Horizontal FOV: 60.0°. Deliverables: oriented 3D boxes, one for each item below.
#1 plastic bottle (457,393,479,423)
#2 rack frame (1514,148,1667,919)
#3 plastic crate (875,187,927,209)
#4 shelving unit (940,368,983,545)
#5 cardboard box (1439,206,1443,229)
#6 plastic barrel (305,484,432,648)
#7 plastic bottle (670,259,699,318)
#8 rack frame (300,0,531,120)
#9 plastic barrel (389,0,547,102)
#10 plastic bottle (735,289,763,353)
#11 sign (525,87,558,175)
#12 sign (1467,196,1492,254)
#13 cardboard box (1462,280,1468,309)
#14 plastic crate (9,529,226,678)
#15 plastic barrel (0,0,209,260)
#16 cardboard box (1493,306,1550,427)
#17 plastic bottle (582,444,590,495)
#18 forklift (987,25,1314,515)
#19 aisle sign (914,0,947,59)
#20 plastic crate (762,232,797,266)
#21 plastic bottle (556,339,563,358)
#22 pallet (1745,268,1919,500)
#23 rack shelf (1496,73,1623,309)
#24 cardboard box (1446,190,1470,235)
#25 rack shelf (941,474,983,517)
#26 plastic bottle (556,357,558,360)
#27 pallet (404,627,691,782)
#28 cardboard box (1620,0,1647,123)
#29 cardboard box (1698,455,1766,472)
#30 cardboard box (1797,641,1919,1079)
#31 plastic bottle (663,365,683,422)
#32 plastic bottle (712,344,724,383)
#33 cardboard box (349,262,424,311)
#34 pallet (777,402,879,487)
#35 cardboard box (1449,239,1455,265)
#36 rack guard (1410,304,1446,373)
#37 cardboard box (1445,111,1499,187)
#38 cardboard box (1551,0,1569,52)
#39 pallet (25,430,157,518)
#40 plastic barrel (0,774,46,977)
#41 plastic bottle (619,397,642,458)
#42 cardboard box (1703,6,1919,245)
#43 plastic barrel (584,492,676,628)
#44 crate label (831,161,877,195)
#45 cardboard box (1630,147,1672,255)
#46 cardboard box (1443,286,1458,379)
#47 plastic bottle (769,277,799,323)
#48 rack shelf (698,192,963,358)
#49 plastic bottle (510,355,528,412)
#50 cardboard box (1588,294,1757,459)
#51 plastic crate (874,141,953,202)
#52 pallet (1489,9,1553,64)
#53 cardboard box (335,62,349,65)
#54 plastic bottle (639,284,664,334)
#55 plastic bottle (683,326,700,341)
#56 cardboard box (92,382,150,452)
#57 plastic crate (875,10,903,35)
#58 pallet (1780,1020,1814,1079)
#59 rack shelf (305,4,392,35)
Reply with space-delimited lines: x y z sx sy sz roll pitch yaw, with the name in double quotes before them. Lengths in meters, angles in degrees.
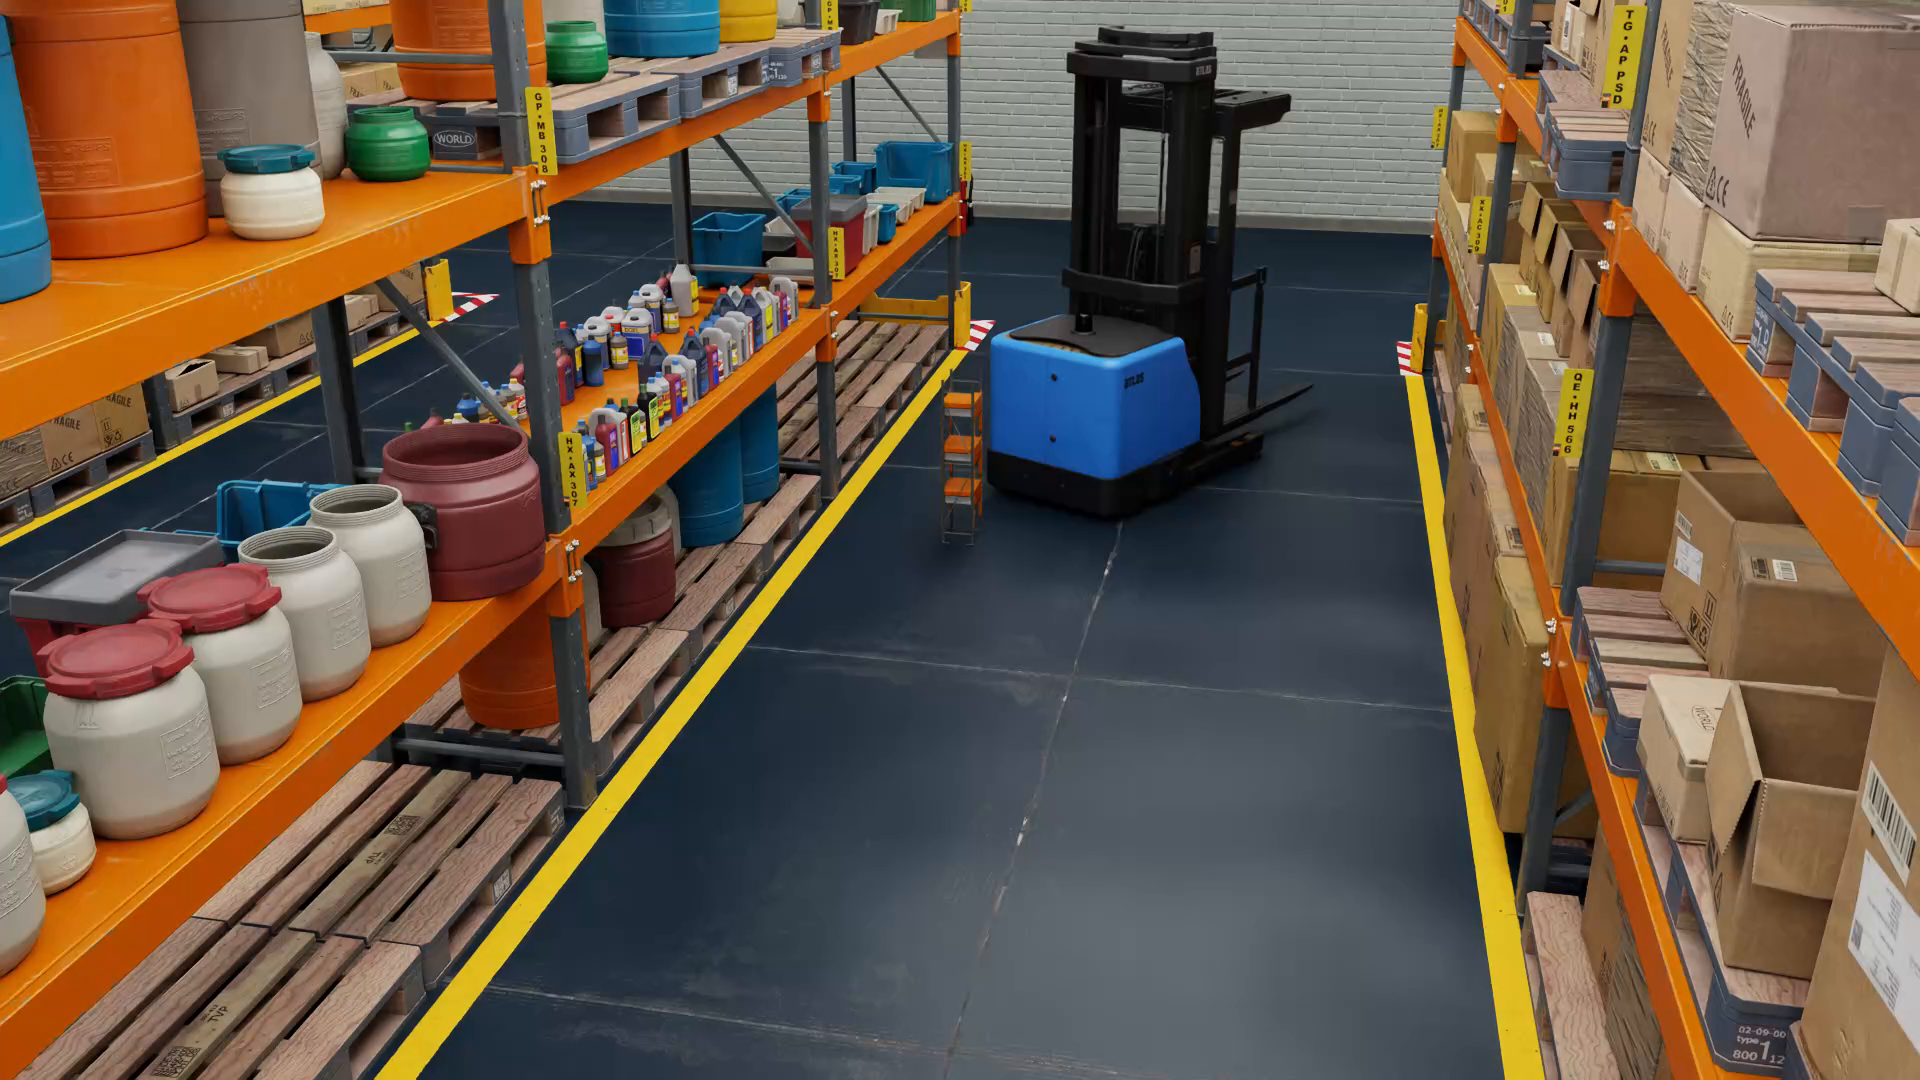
"plastic bottle" -2.336 -0.565 7.913 0.097 0.271 0.097 0 22 0
"rack frame" 2.719 0.130 6.016 1.000 3.000 0.127 4 22 11
"plastic crate" -0.486 -2.767 13.481 0.396 0.136 0.243 4 22 11
"shelving unit" 0.011 -0.507 10.206 0.215 1.050 0.252 4 22 11
"cardboard box" 3.905 -2.481 12.834 0.380 0.149 0.250 4 22 10
"plastic barrel" -2.130 0.093 5.958 0.421 0.512 0.421 0 22 0
"plastic bottle" -1.710 -1.569 10.300 0.144 0.351 0.185 4 22 11
"rack frame" -2.129 -3.030 5.833 1.000 3.000 0.127 4 22 11
"plastic barrel" -2.011 -2.240 6.749 0.600 0.830 0.708 4 22 11
"plastic bottle" -1.218 -1.259 9.530 0.144 0.351 0.185 4 22 11
"sign" -1.589 -1.551 6.315 0.100 0.325 0.005 4 22 11
"sign" 2.992 -1.813 9.575 0.100 0.325 0.005 4 22 11
"cardboard box" 3.382 -1.541 10.501 0.380 0.149 0.250 4 22 10
"plastic crate" -2.759 0.290 5.532 0.402 0.464 0.583 4 22 11
"plastic barrel" -2.643 -1.315 5.014 0.600 0.830 0.708 4 22 11
"cardboard box" 2.993 -0.863 8.348 0.500 0.500 0.500 4 22 10
"plastic bottle" -1.725 -0.324 7.308 0.152 0.276 0.135 4 22 11
"forklift" 1.502 -1.995 11.383 1.130 2.935 3.031 17 27 36
"aisle sign" -0.195 -4.383 13.742 0.394 0.787 0.004 4 22 11
"plastic crate" -1.348 -2.041 11.693 0.437 0.125 0.590 4 22 11
"plastic bottle" -2.107 -0.904 8.739 0.061 0.283 0.133 4 22 11
"pallet" 2.342 -0.309 3.341 1.213 0.211 1.003 4 22 11
"rack shelf" 3.128 -1.659 7.406 1.077 0.370 4.000 4 22 11
"cardboard box" 3.784 -2.335 11.939 0.500 0.250 0.500 4 22 9
"rack shelf" 0.011 -0.239 10.314 0.215 0.259 0.240 4 22 11
"plastic bottle" -2.158 -0.878 8.585 0.144 0.351 0.185 4 22 11
"pallet" -2.009 0.754 8.198 1.003 0.211 1.213 4 22 11
"cardboard box" 2.773 -1.733 5.925 0.797 0.503 0.637 6 23 14
"cardboard box" 3.085 -0.073 6.387 0.500 0.500 0.500 5 22 12
"cardboard box" 2.202 0.840 2.888 1.000 1.000 1.000 5 22 11
"plastic bottle" -1.444 -0.746 8.347 0.061 0.283 0.133 4 22 11
"plastic bottle" -1.326 -0.953 8.971 0.097 0.201 0.097 0 22 0
"cardboard box" -5.215 -2.379 15.003 0.500 0.500 0.500 4 22 11
"pallet" -1.201 -0.689 11.782 1.003 0.211 1.213 4 22 11
"cardboard box" 3.644 -2.012 11.670 0.380 0.149 0.250 4 22 10
"rack guard" 4.357 -1.645 13.769 1.175 0.500 0.348 4 22 11
"cardboard box" 3.888 -2.874 12.274 0.500 0.500 0.500 4 22 10
"cardboard box" 3.427 -2.753 8.462 0.700 0.500 0.500 5 22 12
"pallet" -6.290 -0.496 11.302 1.003 0.211 1.213 4 22 11
"plastic barrel" -2.536 0.819 4.123 0.433 0.535 0.433 0 22 0
"plastic bottle" -1.558 -0.542 7.840 0.061 0.283 0.133 4 22 11
"cardboard box" 2.169 -1.018 4.047 0.500 0.500 0.500 4 22 9
"plastic barrel" -1.816 0.083 8.798 0.600 0.588 0.708 4 22 11
"crate label" -0.870 -3.058 14.076 0.416 0.233 0.303 4 22 11
"cardboard box" 2.374 -1.039 5.105 0.500 0.250 0.500 5 22 12
"cardboard box" 4.300 -1.765 13.003 0.875 0.875 0.875 4 22 11
"plastic bottle" -1.077 -1.484 10.190 0.152 0.276 0.135 4 22 11
"rack shelf" -0.905 -2.108 12.536 1.077 0.370 4.000 4 22 11
"plastic bottle" -2.231 -0.792 8.461 0.061 0.283 0.133 4 22 11
"cardboard box" 2.885 -0.648 6.471 0.797 0.503 0.637 5 23 13
"plastic crate" -0.382 -3.081 13.861 0.616 0.435 0.499 4 22 11
"pallet" 3.713 -2.982 9.845 1.003 0.211 1.213 4 22 11
"cardboard box" -5.694 -3.920 14.600 0.500 0.500 0.500 5 23 13
"plastic bottle" -1.855 -1.379 9.928 0.152 0.276 0.135 4 22 11
"plastic bottle" -1.455 -1.033 9.075 0.097 0.271 0.097 0 22 0
"cardboard box" -5.982 -0.932 11.409 0.500 0.500 0.500 4 22 11
"plastic crate" -0.676 -3.668 11.783 0.437 0.136 0.530 4 22 11
"pallet" 2.202 1.413 3.086 1.003 0.211 1.213 4 22 11
"rack shelf" -5.753 -3.879 12.917 1.077 0.370 4.000 4 22 11
